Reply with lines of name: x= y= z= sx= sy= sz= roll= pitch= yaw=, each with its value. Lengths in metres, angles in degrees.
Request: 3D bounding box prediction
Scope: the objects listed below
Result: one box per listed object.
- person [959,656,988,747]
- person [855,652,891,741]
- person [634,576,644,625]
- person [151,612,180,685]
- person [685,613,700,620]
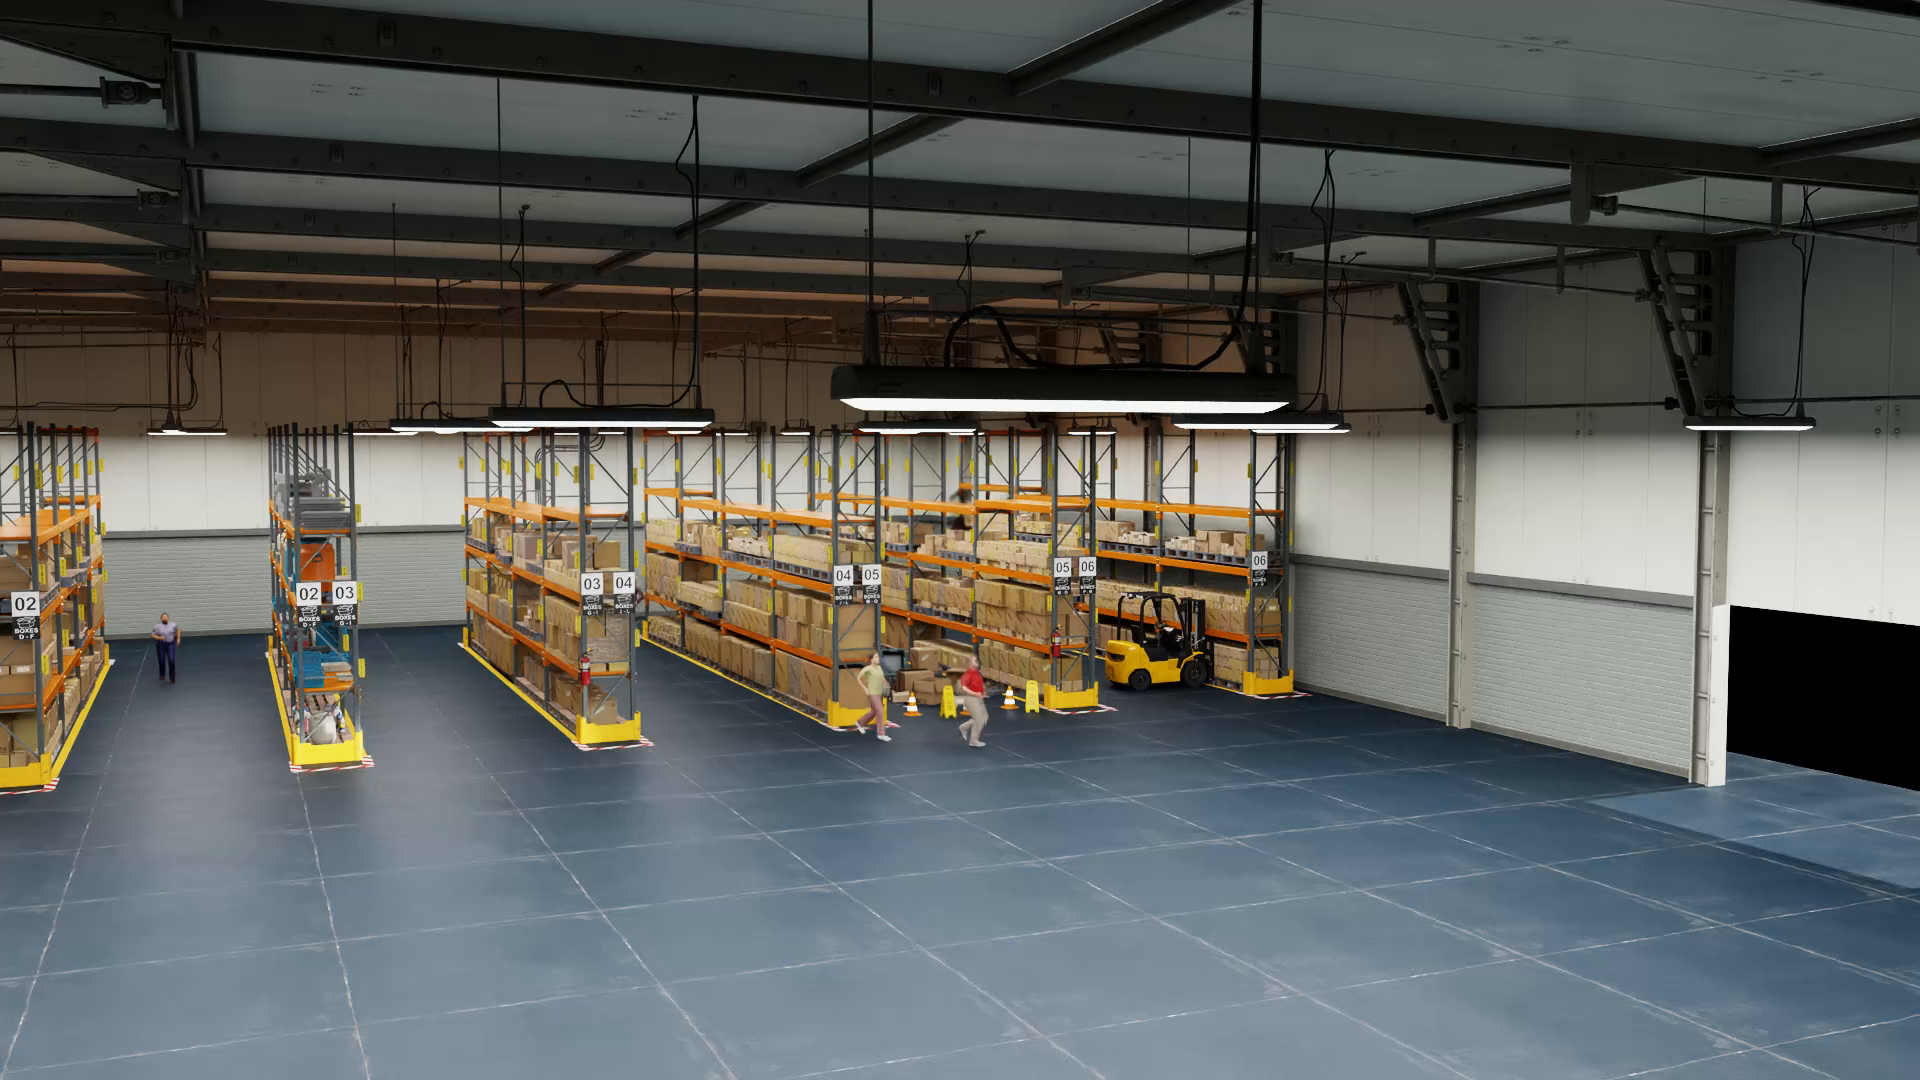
person: x=0.258 y=2.992 z=30.924 sx=0.585 sy=1.673 sz=0.661 roll=1 pitch=4 yaw=22
person: x=-1.659 y=2.948 z=31.643 sx=0.898 sy=1.670 sz=0.593 roll=2 pitch=4 yaw=33
person: x=-9.639 y=1.909 z=48.490 sx=0.756 sy=1.711 sz=0.788 roll=-3 pitch=5 yaw=-40
person: x=-18.550 y=2.549 z=38.861 sx=0.615 sy=1.732 sz=0.738 roll=-2 pitch=4 yaw=-29
person: x=-7.942 y=1.841 z=49.227 sx=0.831 sy=1.742 sz=0.705 roll=-2 pitch=4 yaw=-26
